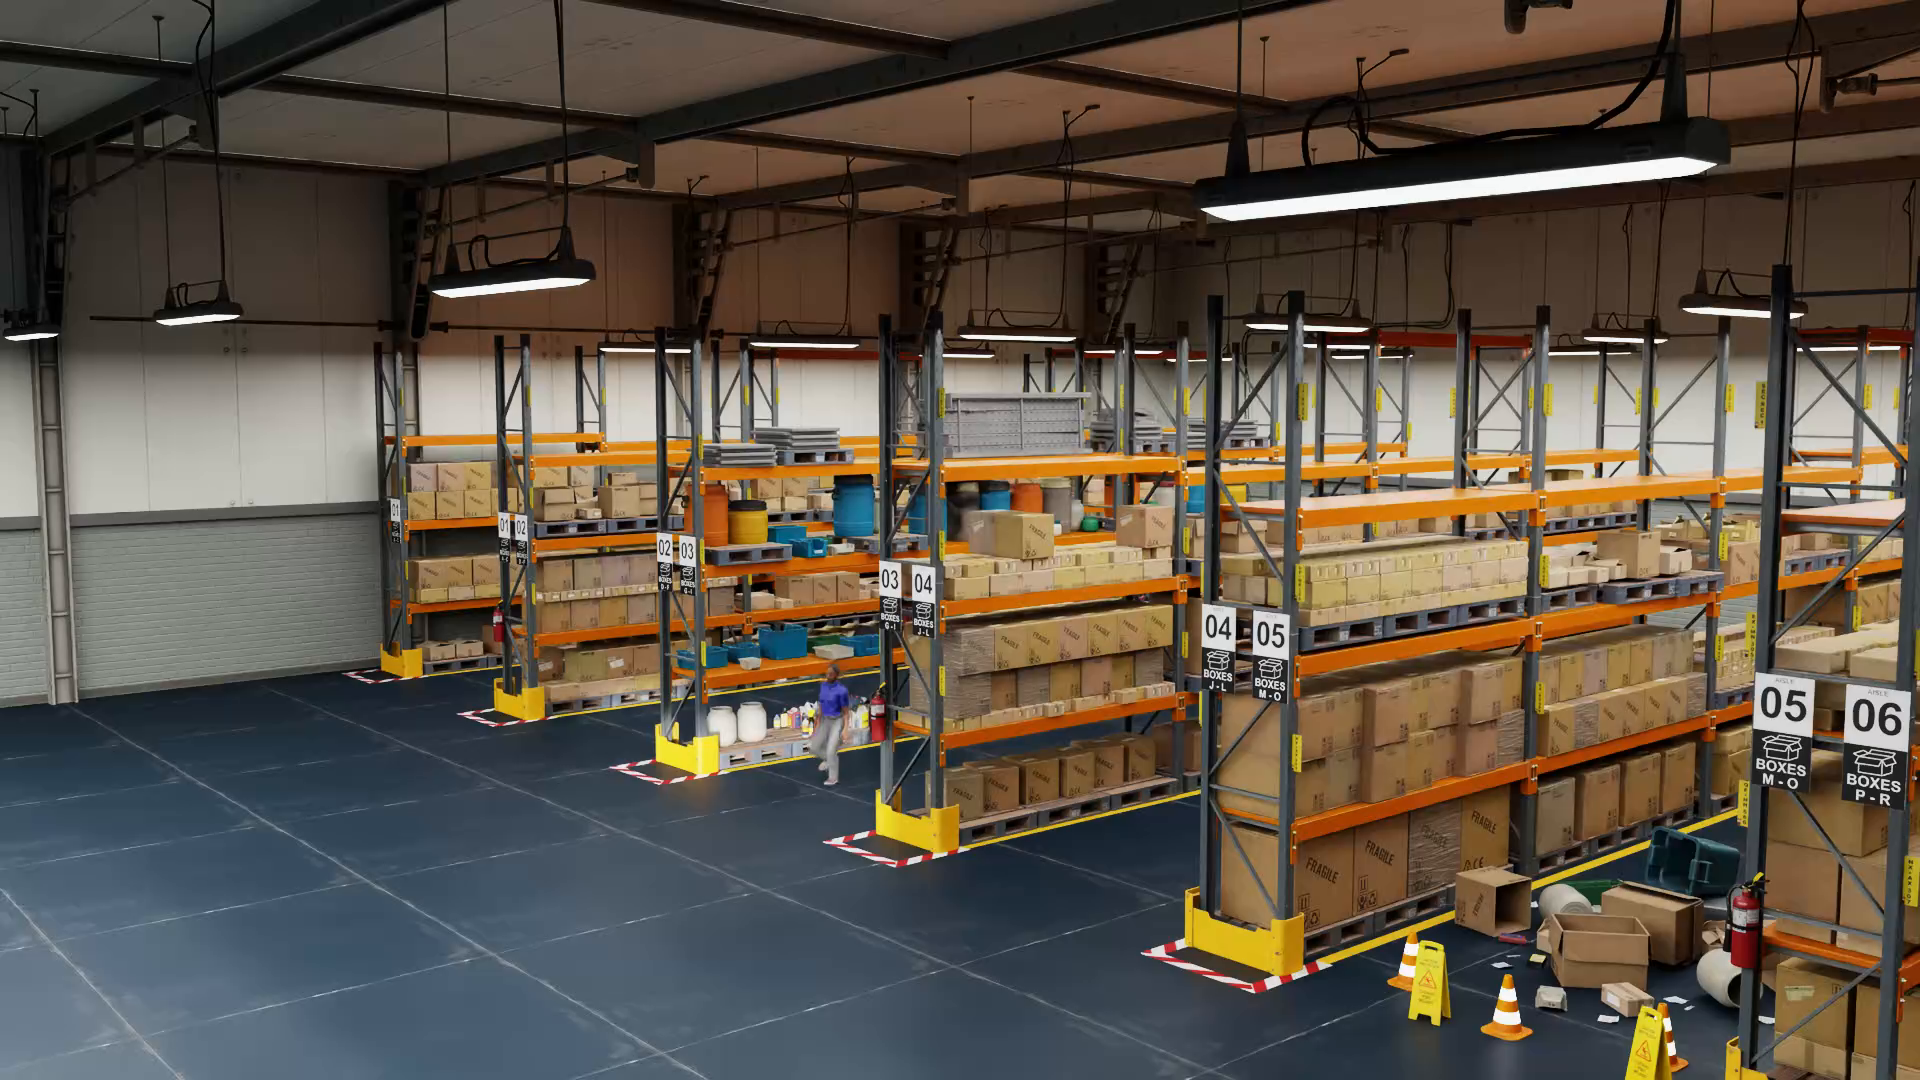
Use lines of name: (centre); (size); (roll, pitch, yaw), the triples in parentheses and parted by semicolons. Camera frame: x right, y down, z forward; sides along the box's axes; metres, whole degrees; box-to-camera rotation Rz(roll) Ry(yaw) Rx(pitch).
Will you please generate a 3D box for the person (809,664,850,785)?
person: (-1.679, 2.379, 21.760); (0.727, 1.592, 0.536); (4, 6, 36)
